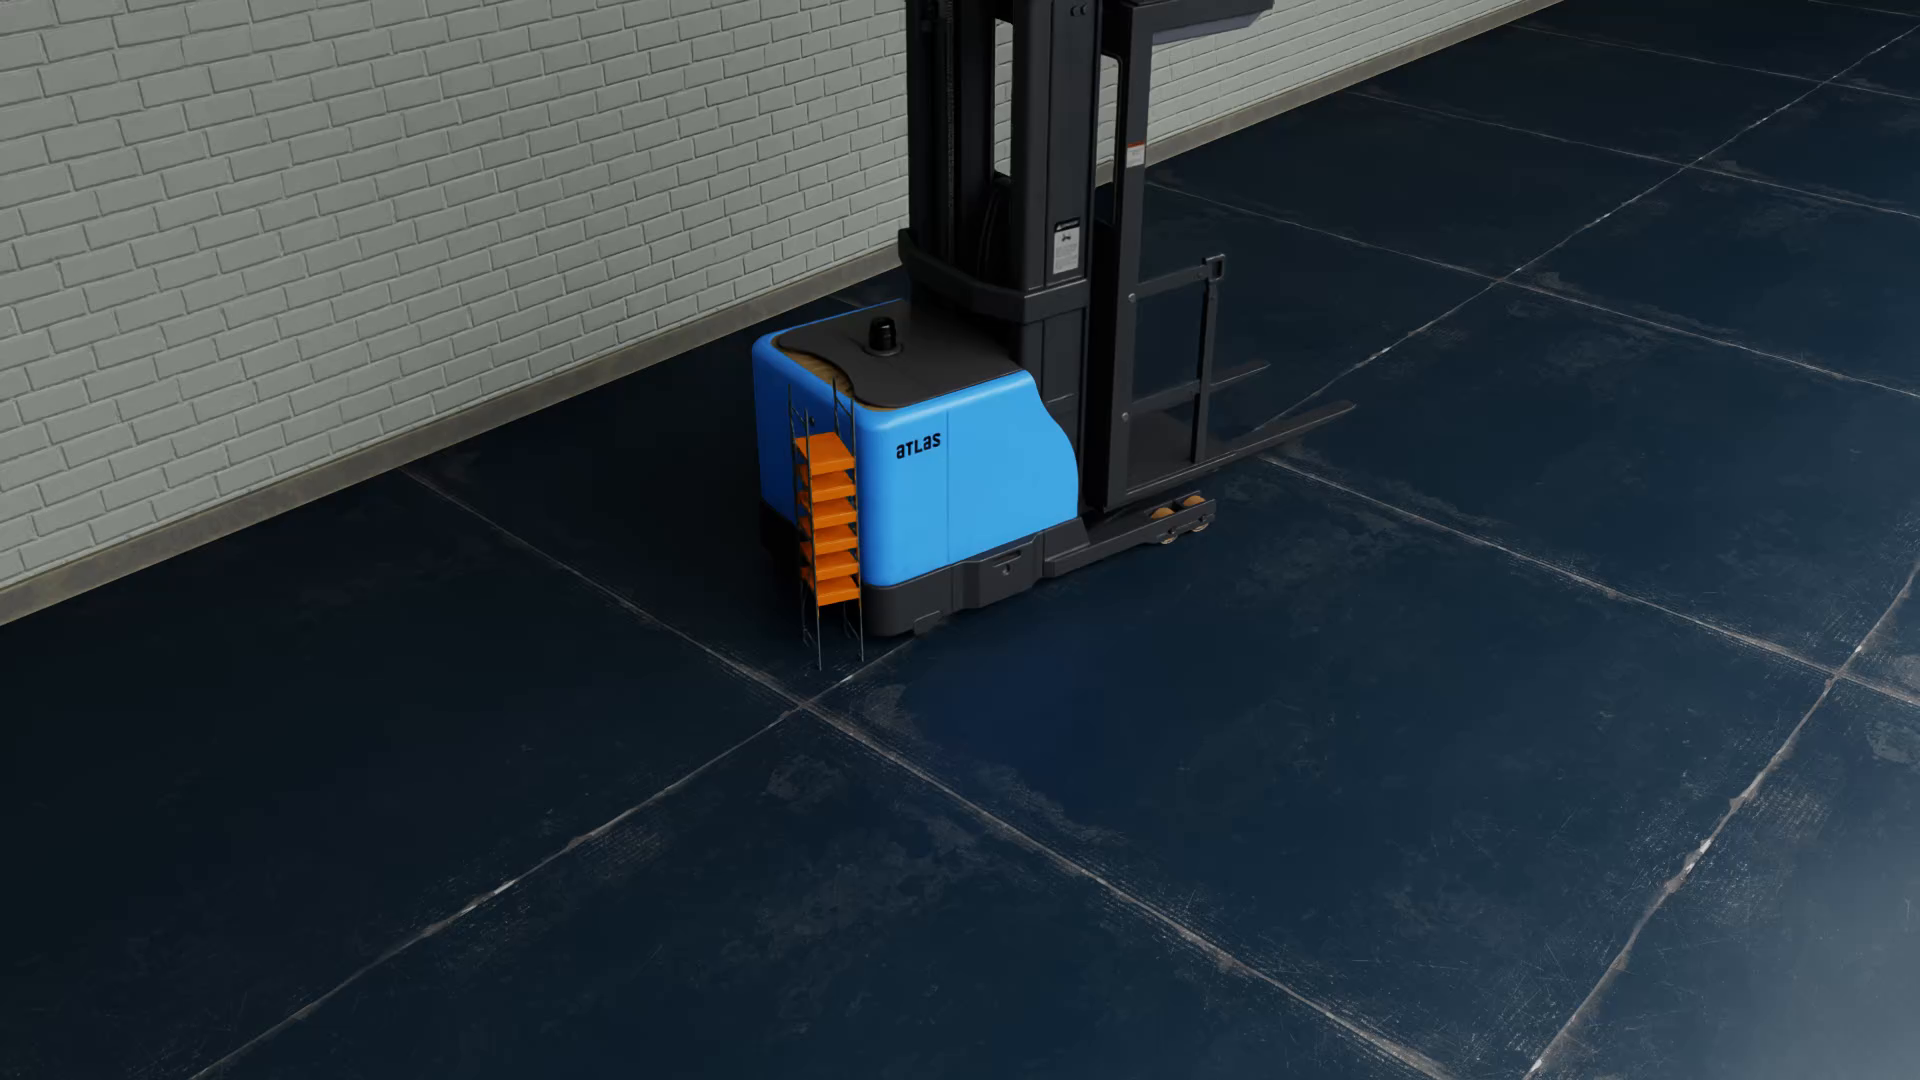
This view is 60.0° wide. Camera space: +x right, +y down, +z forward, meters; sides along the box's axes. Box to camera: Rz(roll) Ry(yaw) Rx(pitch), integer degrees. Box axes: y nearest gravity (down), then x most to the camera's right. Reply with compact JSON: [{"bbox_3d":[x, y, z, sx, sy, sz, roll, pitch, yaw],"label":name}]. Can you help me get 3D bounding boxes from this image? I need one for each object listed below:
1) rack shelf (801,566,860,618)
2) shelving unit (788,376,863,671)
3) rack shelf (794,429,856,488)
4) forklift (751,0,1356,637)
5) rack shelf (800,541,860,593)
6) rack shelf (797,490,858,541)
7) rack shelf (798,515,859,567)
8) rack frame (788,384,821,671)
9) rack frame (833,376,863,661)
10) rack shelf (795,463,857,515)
[{"bbox_3d":[-0.535,0.193,6.817,0.180,0.103,0.258,-12,33,-18],"label":"rack shelf"},{"bbox_3d":[-0.535,-0.050,6.670,0.189,1.200,0.258,-12,33,-18],"label":"shelving unit"},{"bbox_3d":[-0.535,-0.321,6.508,0.180,0.103,0.258,-12,33,-18],"label":"rack shelf"},{"bbox_3d":[0.589,-1.440,7.300,3.031,2.935,1.130,-20,36,-30],"label":"forklift"},{"bbox_3d":[-0.535,0.091,6.755,0.180,0.103,0.258,-12,33,-18],"label":"rack shelf"},{"bbox_3d":[-0.535,-0.115,6.631,0.180,0.103,0.258,-12,33,-18],"label":"rack shelf"},{"bbox_3d":[-0.535,-0.012,6.693,0.180,0.103,0.258,-12,33,-18],"label":"rack shelf"},{"bbox_3d":[-0.620,-0.033,6.641,0.006,1.200,0.240,-12,33,-18],"label":"rack frame"},{"bbox_3d":[-0.450,-0.068,6.699,0.006,1.200,0.240,-12,33,-18],"label":"rack frame"},{"bbox_3d":[-0.535,-0.218,6.569,0.180,0.103,0.258,-12,33,-18],"label":"rack shelf"}]
